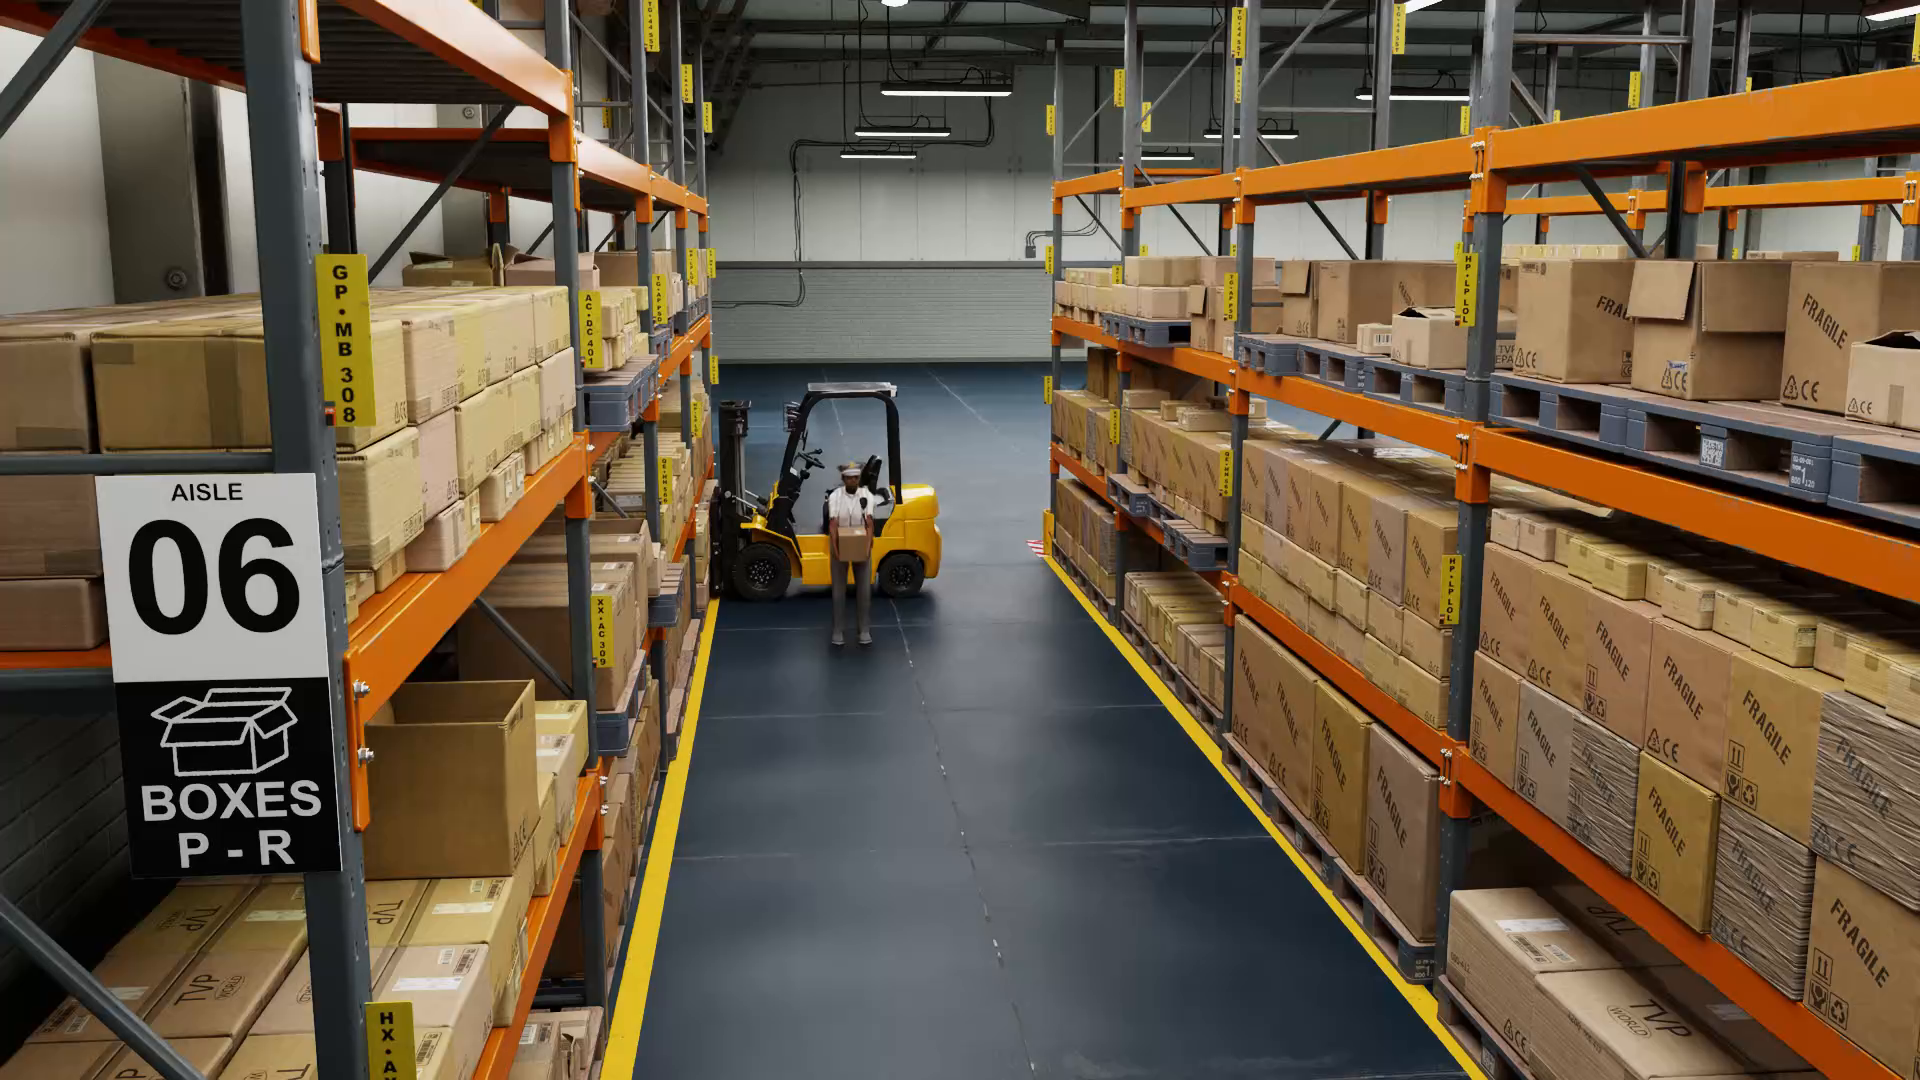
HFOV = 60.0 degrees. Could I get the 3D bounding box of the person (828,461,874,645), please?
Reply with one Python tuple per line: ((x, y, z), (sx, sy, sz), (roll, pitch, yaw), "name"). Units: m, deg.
((-0.985, 0.121, 15.172), (0.423, 1.691, 0.521), (-1, 10, -7), "person")
